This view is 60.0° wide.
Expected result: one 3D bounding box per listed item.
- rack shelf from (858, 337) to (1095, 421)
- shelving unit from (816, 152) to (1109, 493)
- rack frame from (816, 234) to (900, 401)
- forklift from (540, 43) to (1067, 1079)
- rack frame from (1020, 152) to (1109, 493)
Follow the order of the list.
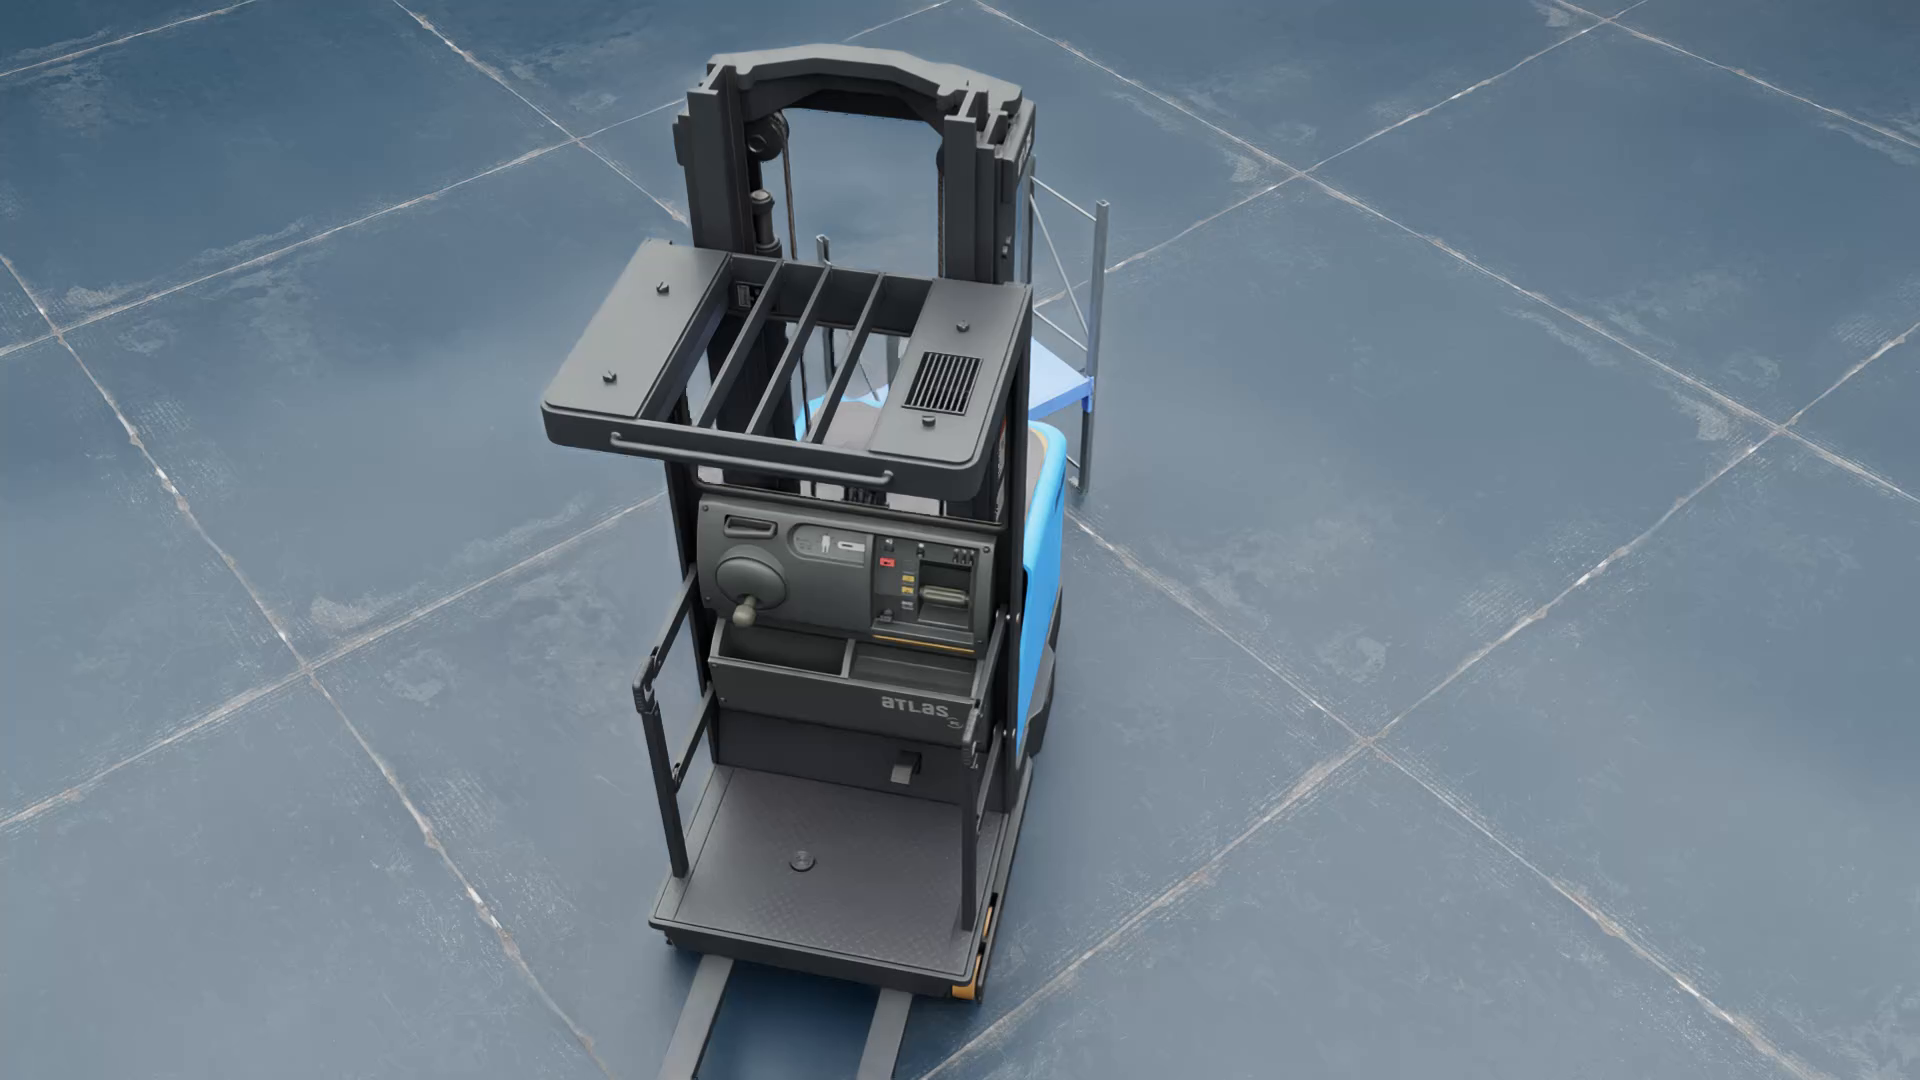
[{"bbox_3d":[0.018,-0.559,7.066,1.000,0.185,0.538,-27,50,-26],"label":"rack shelf"},{"bbox_3d":[0.018,-0.690,6.943,1.048,1.500,0.538,-27,50,-26],"label":"shelving unit"},{"bbox_3d":[-0.387,-0.480,6.719,0.032,1.500,0.500,-27,50,-26],"label":"rack frame"},{"bbox_3d":[-0.400,0.201,4.948,1.130,2.935,3.031,8,44,9],"label":"forklift"},{"bbox_3d":[0.423,-0.901,7.167,0.032,1.500,0.500,-27,50,-26],"label":"rack frame"}]
